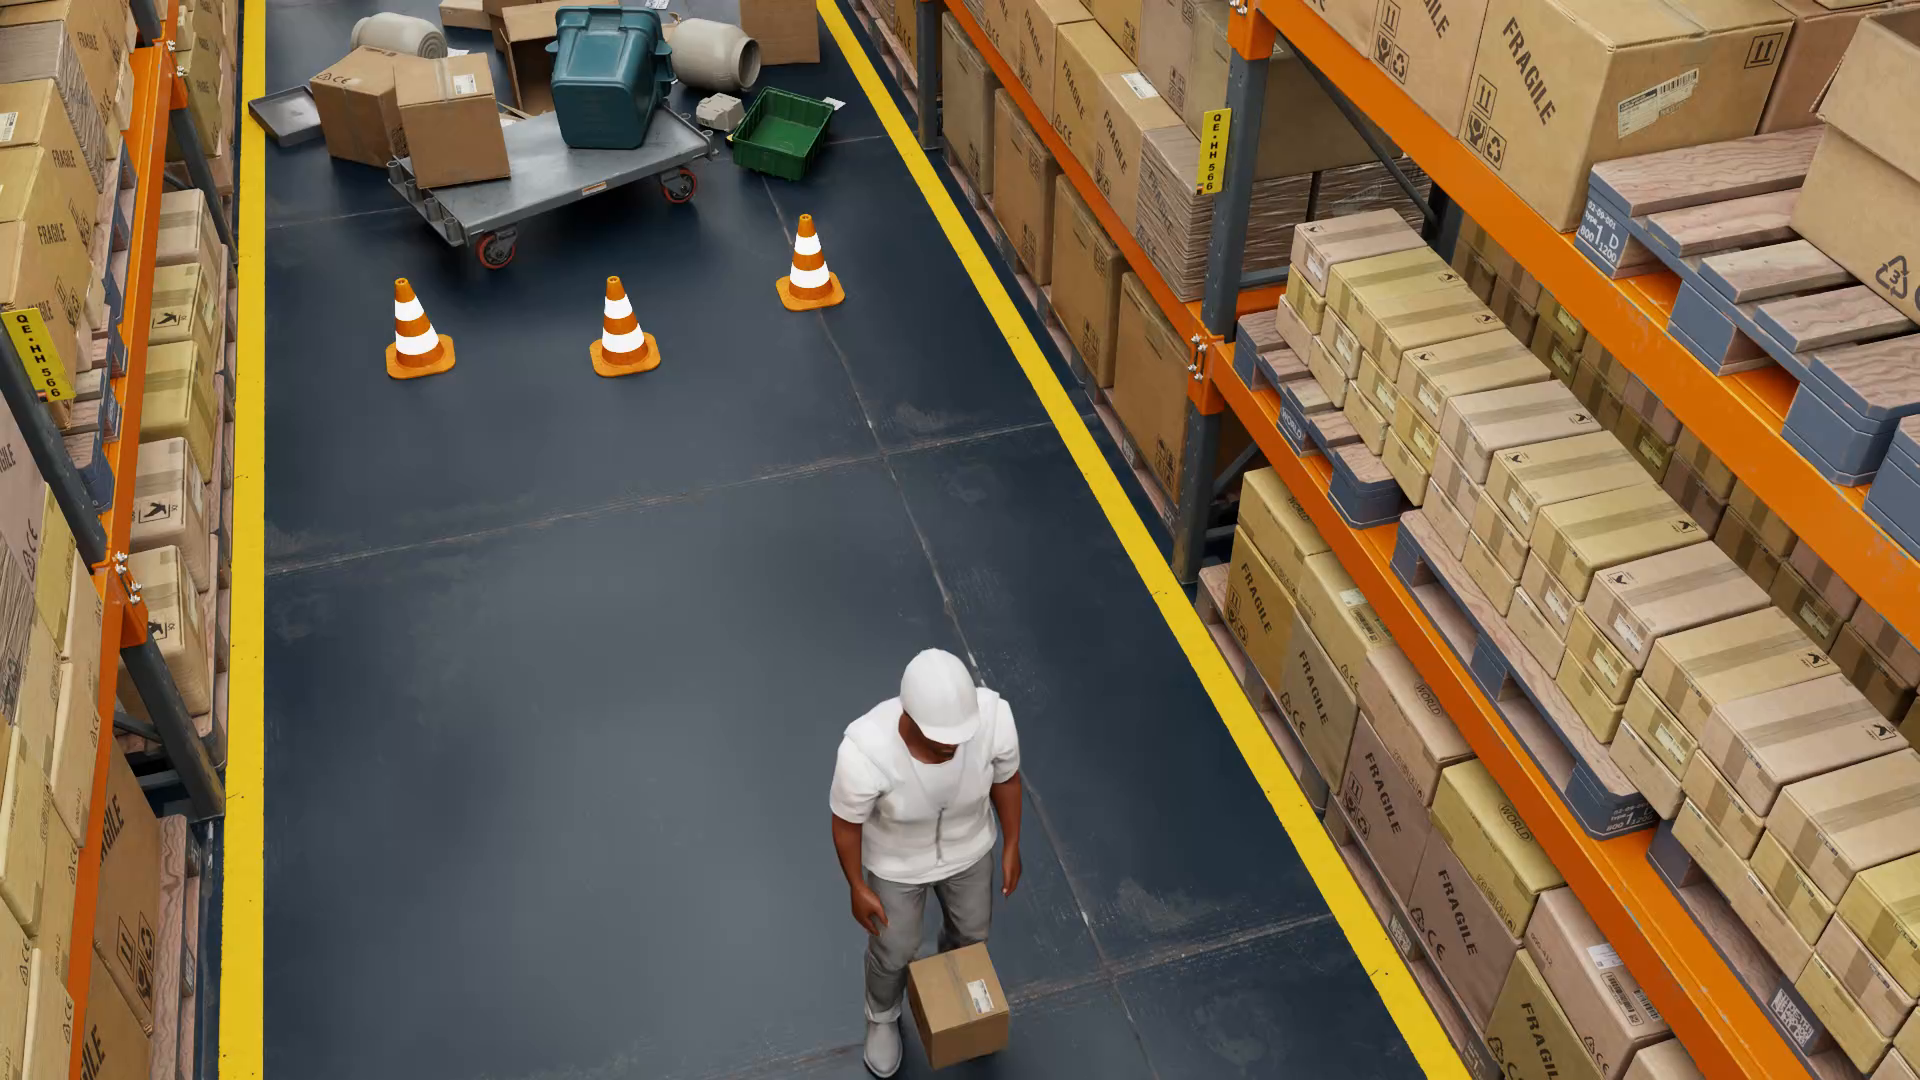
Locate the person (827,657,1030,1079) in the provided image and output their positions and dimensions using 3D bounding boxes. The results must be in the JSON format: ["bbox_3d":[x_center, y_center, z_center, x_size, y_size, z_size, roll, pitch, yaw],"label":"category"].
[{"bbox_3d":[-0.086,0.974,5.064,0.627,1.761,0.453,-12,43,-13],"label":"person"}]
